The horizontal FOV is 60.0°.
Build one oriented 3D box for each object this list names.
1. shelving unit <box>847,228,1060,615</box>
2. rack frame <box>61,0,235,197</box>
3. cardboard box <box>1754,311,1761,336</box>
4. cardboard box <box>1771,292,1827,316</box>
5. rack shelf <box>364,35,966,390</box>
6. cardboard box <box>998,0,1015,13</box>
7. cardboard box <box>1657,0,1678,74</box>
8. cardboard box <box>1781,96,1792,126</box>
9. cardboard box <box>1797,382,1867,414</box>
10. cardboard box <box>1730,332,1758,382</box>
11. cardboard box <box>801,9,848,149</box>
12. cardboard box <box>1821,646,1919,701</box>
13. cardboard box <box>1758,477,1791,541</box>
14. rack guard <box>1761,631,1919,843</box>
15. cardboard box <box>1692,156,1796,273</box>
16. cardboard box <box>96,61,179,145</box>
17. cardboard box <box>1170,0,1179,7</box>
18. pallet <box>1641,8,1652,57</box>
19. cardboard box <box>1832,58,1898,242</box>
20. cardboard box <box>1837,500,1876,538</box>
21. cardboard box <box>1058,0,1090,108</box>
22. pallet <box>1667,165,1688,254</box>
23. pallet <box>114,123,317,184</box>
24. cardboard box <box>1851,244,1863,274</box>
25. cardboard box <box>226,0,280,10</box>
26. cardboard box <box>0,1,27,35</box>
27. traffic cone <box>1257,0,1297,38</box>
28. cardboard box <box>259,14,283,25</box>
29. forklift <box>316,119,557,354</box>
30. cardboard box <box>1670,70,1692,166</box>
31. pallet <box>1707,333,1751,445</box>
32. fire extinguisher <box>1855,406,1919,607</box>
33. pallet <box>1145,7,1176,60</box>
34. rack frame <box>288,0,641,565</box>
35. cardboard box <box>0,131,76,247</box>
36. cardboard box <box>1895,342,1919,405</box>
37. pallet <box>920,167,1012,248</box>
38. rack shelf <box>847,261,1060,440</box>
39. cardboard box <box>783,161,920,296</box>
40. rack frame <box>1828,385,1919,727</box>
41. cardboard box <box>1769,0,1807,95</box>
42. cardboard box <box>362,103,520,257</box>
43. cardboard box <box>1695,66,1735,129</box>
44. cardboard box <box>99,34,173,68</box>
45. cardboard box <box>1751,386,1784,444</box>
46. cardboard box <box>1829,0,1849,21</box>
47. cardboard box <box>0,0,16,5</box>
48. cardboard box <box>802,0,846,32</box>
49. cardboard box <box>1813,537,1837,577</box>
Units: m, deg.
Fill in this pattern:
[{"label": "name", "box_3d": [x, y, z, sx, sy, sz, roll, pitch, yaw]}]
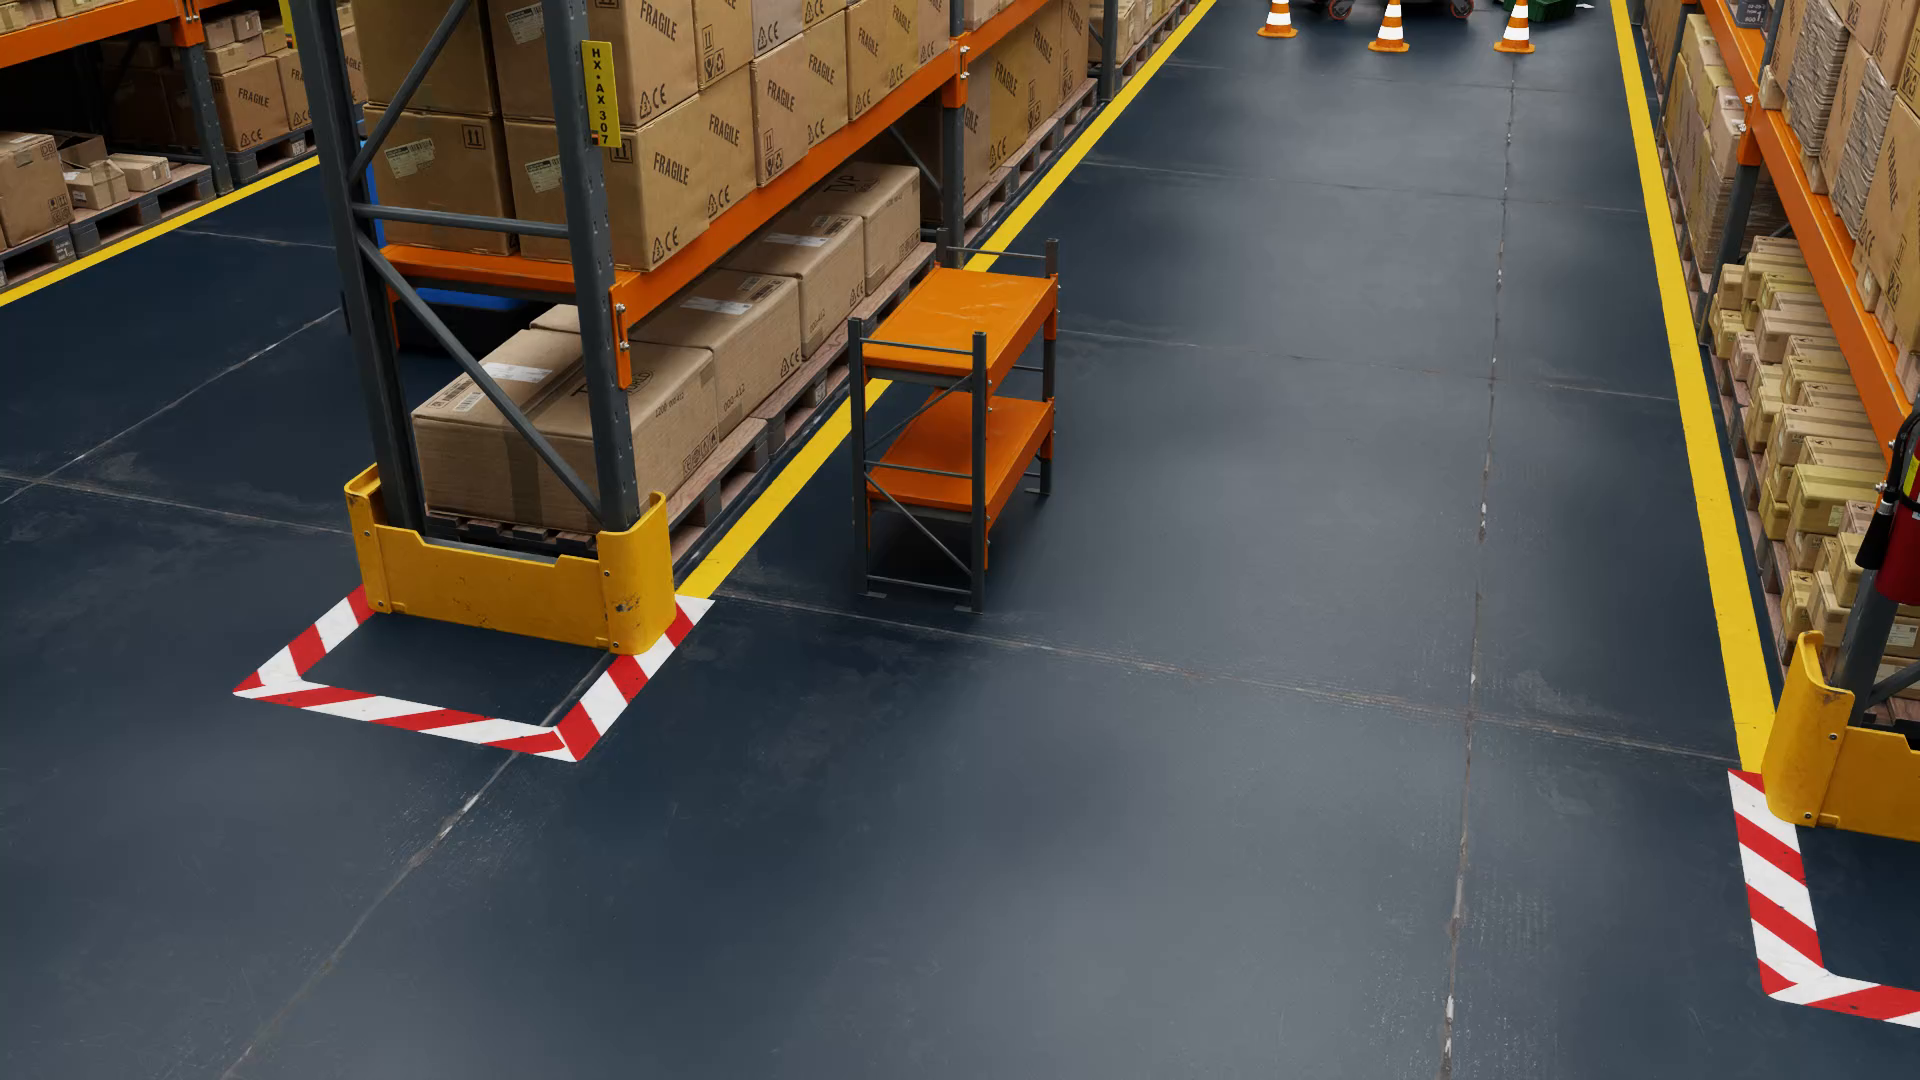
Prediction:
[{"label": "shelving unit", "box_3d": [-0.002, -0.488, 6.471, 0.538, 1.125, 1.048, 8, 30, 15]}, {"label": "rack frame", "box_3d": [-5.220, -3.624, 10.179, 1.000, 3.000, 0.127, 8, 30, 15]}, {"label": "cardboard box", "box_3d": [3.850, -0.954, 7.575, 0.380, 0.149, 0.250, 8, 30, 15]}, {"label": "cardboard box", "box_3d": [3.769, -0.957, 7.273, 0.380, 0.149, 0.250, 8, 30, 14]}, {"label": "rack shelf", "box_3d": [-1.061, -1.674, 7.413, 1.077, 0.370, 4.000, 8, 30, 15]}, {"label": "cardboard box", "box_3d": [0.058, -3.260, 9.678, 0.500, 0.250, 0.500, 8, 30, 14]}, {"label": "cardboard box", "box_3d": [5.980, -3.995, 12.727, 1.050, 0.750, 0.750, 9, 30, 16]}, {"label": "cardboard box", "box_3d": [3.887, -1.933, 7.398, 0.380, 0.149, 0.250, 9, 30, 16]}, {"label": "cardboard box", "box_3d": [3.456, -0.477, 6.411, 0.380, 0.149, 0.250, 7, 30, 13]}, {"label": "cardboard box", "box_3d": [3.772, -0.826, 7.650, 0.380, 0.149, 0.250, 8, 30, 15]}, {"label": "cardboard box", "box_3d": [-0.813, -1.993, 7.144, 0.500, 0.500, 0.500, 10, 30, 17]}, {"label": "cardboard box", "box_3d": [3.069, 0.388, 5.467, 0.380, 0.149, 0.250, 9, 30, 16]}, {"label": "cardboard box", "box_3d": [3.282, -0.100, 6.345, 0.380, 0.149, 0.250, 7, 30, 13]}, {"label": "rack guard", "box_3d": [3.136, 0.658, 5.054, 1.175, 0.500, 0.348, 8, 30, 15]}, {"label": "cardboard box", "box_3d": [4.264, -1.729, 8.913, 0.500, 0.500, 0.500, 8, 30, 14]}, {"label": "cardboard box", "box_3d": [-5.359, -2.986, 11.171, 0.500, 0.500, 0.500, 8, 30, 15]}, {"label": "cardboard box", "box_3d": [1.515, -5.092, 15.089, 0.950, 0.372, 0.625, 10, 31, 18]}, {"label": "pallet", "box_3d": [6.482, -4.388, 14.421, 1.003, 0.211, 1.213, 8, 30, 15]}, {"label": "cardboard box", "box_3d": [3.295, -1.294, 5.582, 0.500, 0.500, 0.500, 9, 30, 15]}, {"label": "cardboard box", "box_3d": [3.156, 0.012, 5.531, 0.380, 0.149, 0.250, 9, 30, 16]}, {"label": "cardboard box", "box_3d": [0.418, -3.722, 12.110, 0.875, 0.875, 0.875, 8, 30, 14]}, {"label": "pallet", "box_3d": [4.871, -1.971, 10.075, 1.003, 0.211, 1.213, 8, 30, 15]}, {"label": "pallet", "box_3d": [-5.017, -2.789, 11.547, 1.003, 0.211, 1.213, 8, 30, 15]}, {"label": "cardboard box", "box_3d": [3.265, -0.951, 5.632, 0.380, 0.149, 0.250, 7, 30, 13]}, {"label": "cardboard box", "box_3d": [-5.048, -3.819, 12.001, 0.380, 0.149, 0.250, 9, 30, 16]}, {"label": "cardboard box", "box_3d": [-5.332, -2.841, 9.030, 0.380, 0.149, 0.250, 8, 30, 14]}, {"label": "traffic cone", "box_3d": [2.849, -4.751, 14.814, 0.336, 0.463, 0.334, 8, 30, 15]}, {"label": "cardboard box", "box_3d": [-4.721, -3.518, 11.460, 0.380, 0.149, 0.250, 8, 30, 14]}, {"label": "forklift", "box_3d": [-2.225, -2.893, 8.935, 1.130, 2.935, 3.031, 8, 30, 15]}, {"label": "cardboard box", "box_3d": [4.866, -2.682, 10.625, 0.500, 0.500, 0.500, 9, 30, 15]}, {"label": "pallet", "box_3d": [4.125, -0.723, 7.832, 1.003, 0.211, 1.213, 8, 30, 15]}, {"label": "fire extinguisher", "box_3d": [2.599, -0.151, 4.400, 0.296, 0.674, 0.183, 8, 30, 15]}, {"label": "pallet", "box_3d": [1.291, -4.486, 14.597, 1.003, 0.211, 1.213, 8, 30, 15]}, {"label": "rack frame", "box_3d": [-1.648, -1.059, 5.568, 1.000, 3.000, 0.127, 8, 30, 15]}, {"label": "cardboard box", "box_3d": [-5.531, -2.001, 9.401, 0.700, 0.500, 0.500, 7, 30, 13]}, {"label": "cardboard box", "box_3d": [2.939, -0.482, 4.788, 0.380, 0.149, 0.250, 9, 30, 15]}, {"label": "pallet", "box_3d": [-0.319, -2.068, 10.251, 1.003, 0.211, 1.213, 8, 30, 15]}, {"label": "rack shelf", "box_3d": [-0.002, -0.744, 6.329, 0.538, 0.278, 1.000, 8, 30, 15]}, {"label": "cardboard box", "box_3d": [-0.761, -1.705, 8.933, 0.875, 0.438, 0.875, 8, 30, 14]}, {"label": "rack frame", "box_3d": [3.114, -0.399, 4.382, 1.000, 3.000, 0.127, 8, 30, 15]}, {"label": "cardboard box", "box_3d": [3.902, -2.238, 7.278, 0.500, 0.500, 0.500, 8, 30, 14]}, {"label": "cardboard box", "box_3d": [-1.759, -1.364, 6.014, 0.500, 0.500, 0.500, 9, 30, 15]}, {"label": "cardboard box", "box_3d": [4.570, -2.544, 9.606, 0.500, 0.250, 0.500, 7, 30, 13]}, {"label": "cardboard box", "box_3d": [-5.388, -3.211, 10.909, 0.380, 0.149, 0.250, 7, 30, 13]}, {"label": "cardboard box", "box_3d": [3.434, -0.486, 6.732, 0.380, 0.149, 0.250, 9, 30, 15]}, {"label": "cardboard box", "box_3d": [3.607, -2.221, 6.220, 0.500, 0.500, 0.500, 9, 30, 16]}, {"label": "cardboard box", "box_3d": [-5.428, -2.952, 8.820, 0.500, 0.250, 0.500, 8, 30, 15]}, {"label": "cardboard box", "box_3d": [-0.801, -2.435, 6.911, 0.500, 0.500, 0.500, 9, 30, 15]}, {"label": "cardboard box", "box_3d": [3.124, 0.133, 5.620, 0.380, 0.149, 0.250, 8, 30, 14]}]
